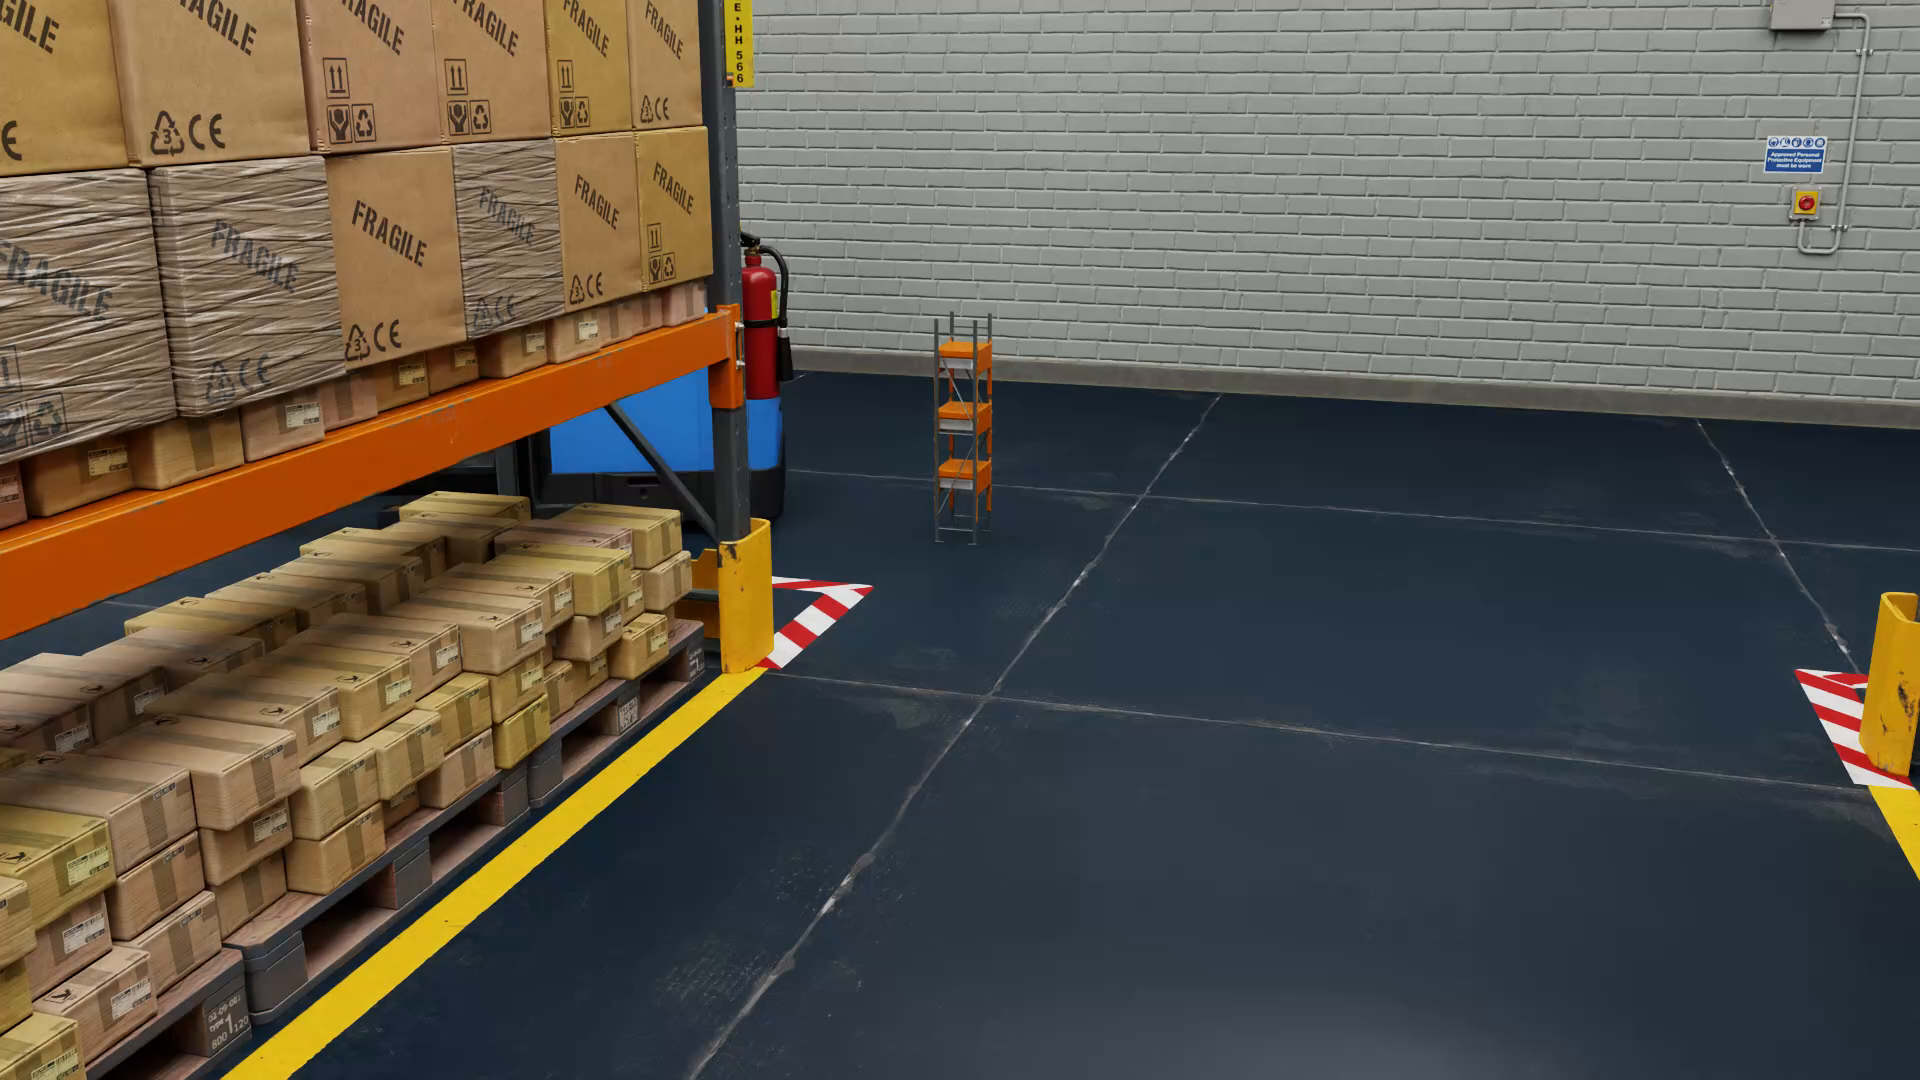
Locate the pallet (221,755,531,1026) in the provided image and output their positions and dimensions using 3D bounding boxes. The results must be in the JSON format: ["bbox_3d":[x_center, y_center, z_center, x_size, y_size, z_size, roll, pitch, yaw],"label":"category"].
[{"bbox_3d":[-1.917,0.832,4.511,1.003,0.211,1.213,5,16,16],"label":"pallet"}]

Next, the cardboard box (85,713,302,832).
[{"bbox_3d":[-1.760,0.530,3.828,0.380,0.149,0.250,5,17,17],"label":"cardboard box"}]

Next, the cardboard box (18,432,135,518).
[{"bbox_3d":[-1.914,-0.157,3.346,0.380,0.149,0.250,4,16,13],"label":"cardboard box"}]

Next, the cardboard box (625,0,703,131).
[{"bbox_3d":[-1.174,-1.591,5.381,0.500,0.500,0.500,4,16,15],"label":"cardboard box"}]

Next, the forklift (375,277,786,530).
[{"bbox_3d":[-2.403,-1.552,7.930,3.031,2.935,1.130,-1,16,-4],"label":"forklift"}]

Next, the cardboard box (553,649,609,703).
[{"bbox_3d":[-1.366,0.403,5.366,0.380,0.149,0.250,5,16,16],"label":"cardboard box"}]

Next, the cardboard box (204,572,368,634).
[{"bbox_3d":[-1.993,0.217,4.933,0.380,0.149,0.250,5,17,18],"label":"cardboard box"}]

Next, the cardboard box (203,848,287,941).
[{"bbox_3d":[-1.844,0.806,3.947,0.380,0.149,0.250,4,16,13],"label":"cardboard box"}]

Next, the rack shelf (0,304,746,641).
[{"bbox_3d":[-1.851,-0.189,4.315,1.077,0.370,4.000,5,16,16],"label":"rack shelf"}]

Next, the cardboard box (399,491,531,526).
[{"bbox_3d":[-1.757,-0.064,5.922,0.380,0.149,0.250,4,16,13],"label":"cardboard box"}]

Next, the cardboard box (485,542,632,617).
[{"bbox_3d":[-1.268,0.122,5.265,0.380,0.149,0.250,4,16,15],"label":"cardboard box"}]

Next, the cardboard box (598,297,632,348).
[{"bbox_3d":[-1.267,-0.701,5.264,0.380,0.149,0.250,4,16,15],"label":"cardboard box"}]

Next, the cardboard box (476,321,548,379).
[{"bbox_3d":[-1.421,-0.566,4.787,0.380,0.149,0.250,4,16,13],"label":"cardboard box"}]

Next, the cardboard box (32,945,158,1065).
[{"bbox_3d":[-1.911,0.949,3.441,0.380,0.149,0.250,5,16,16],"label":"cardboard box"}]

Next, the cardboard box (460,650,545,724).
[{"bbox_3d":[-1.439,0.401,4.827,0.380,0.149,0.250,5,17,17],"label":"cardboard box"}]

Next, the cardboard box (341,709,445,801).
[{"bbox_3d":[-1.582,0.541,4.334,0.380,0.149,0.250,5,17,16],"label":"cardboard box"}]

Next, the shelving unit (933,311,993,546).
[{"bbox_3d":[0.015,-0.519,7.735,0.215,1.050,0.252,5,16,16],"label":"shelving unit"}]

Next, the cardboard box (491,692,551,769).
[{"bbox_3d":[-1.436,0.540,4.882,0.380,0.149,0.250,4,16,13],"label":"cardboard box"}]

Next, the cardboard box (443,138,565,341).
[{"bbox_3d":[-1.449,-0.844,4.579,0.500,0.500,0.500,5,16,16],"label":"cardboard box"}]

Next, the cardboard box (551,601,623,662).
[{"bbox_3d":[-1.305,0.265,5.308,0.380,0.149,0.250,4,16,14],"label":"cardboard box"}]

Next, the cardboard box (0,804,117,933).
[{"bbox_3d":[-1.963,0.660,3.369,0.380,0.149,0.250,4,16,15],"label":"cardboard box"}]

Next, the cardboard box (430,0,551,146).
[{"bbox_3d":[-1.457,-1.322,4.432,0.500,0.500,0.500,6,17,19],"label":"cardboard box"}]

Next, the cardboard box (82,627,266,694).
[{"bbox_3d":[-2.092,0.355,4.445,0.380,0.149,0.250,5,16,16],"label":"cardboard box"}]

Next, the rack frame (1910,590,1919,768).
[{"bbox_3d":[3.492,-0.700,4.802,1.000,3.000,0.127,5,16,16],"label":"rack frame"}]

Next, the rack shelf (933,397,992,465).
[{"bbox_3d":[0.015,-0.509,7.738,0.215,0.259,0.240,5,16,16],"label":"rack shelf"}]

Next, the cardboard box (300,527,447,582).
[{"bbox_3d":[-1.914,0.074,5.438,0.380,0.149,0.250,5,16,16],"label":"cardboard box"}]

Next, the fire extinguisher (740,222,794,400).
[{"bbox_3d":[-0.768,-0.871,6.229,0.296,0.674,0.183,5,16,16],"label":"fire extinguisher"}]

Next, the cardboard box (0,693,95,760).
[{"bbox_3d":[-2.332,0.483,3.993,0.380,0.149,0.250,4,16,13],"label":"cardboard box"}]

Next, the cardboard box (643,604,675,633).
[{"bbox_3d":[-1.232,0.266,5.851,0.380,0.149,0.250,5,17,17],"label":"cardboard box"}]

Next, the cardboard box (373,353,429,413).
[{"bbox_3d":[-1.614,-0.429,4.305,0.380,0.149,0.250,5,17,17],"label":"cardboard box"}]

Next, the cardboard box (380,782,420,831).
[{"bbox_3d":[-1.676,0.671,4.423,0.380,0.149,0.250,5,17,17],"label":"cardboard box"}]

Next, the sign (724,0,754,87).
[{"bbox_3d":[-0.756,-1.719,5.691,0.100,0.325,0.005,5,16,16],"label":"sign"}]

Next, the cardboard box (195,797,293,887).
[{"bbox_3d":[-1.808,0.665,3.898,0.380,0.149,0.250,5,17,18],"label":"cardboard box"}]

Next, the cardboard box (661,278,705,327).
[{"bbox_3d":[-1.104,-0.830,5.718,0.380,0.149,0.250,5,16,16],"label":"cardboard box"}]

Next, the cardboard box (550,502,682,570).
[{"bbox_3d":[-1.190,-0.016,5.755,0.380,0.149,0.250,5,17,17],"label":"cardboard box"}]

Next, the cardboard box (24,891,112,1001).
[{"bbox_3d":[-1.989,0.805,3.403,0.380,0.149,0.250,5,16,16],"label":"cardboard box"}]

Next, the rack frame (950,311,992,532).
[{"bbox_3d":[0.050,-0.551,7.848,0.200,1.050,0.008,5,16,16],"label":"rack frame"}]

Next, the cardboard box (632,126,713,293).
[{"bbox_3d":[-1.163,-1.112,5.523,0.500,0.500,0.500,5,17,17],"label":"cardboard box"}]

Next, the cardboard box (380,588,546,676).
[{"bbox_3d":[-1.425,0.260,4.781,0.380,0.149,0.250,5,17,18],"label":"cardboard box"}]

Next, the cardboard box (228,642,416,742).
[{"bbox_3d":[-1.654,0.391,4.318,0.380,0.149,0.250,5,17,16],"label":"cardboard box"}]

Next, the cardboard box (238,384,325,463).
[{"bbox_3d":[-1.697,-0.288,3.806,0.380,0.149,0.250,5,17,18],"label":"cardboard box"}]

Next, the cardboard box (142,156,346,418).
[{"bbox_3d":[-1.725,-0.572,3.619,0.500,0.500,0.500,4,16,15],"label":"cardboard box"}]

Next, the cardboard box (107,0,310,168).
[{"bbox_3d":[-1.752,-1.049,3.470,0.500,0.500,0.500,5,17,17],"label":"cardboard box"}]

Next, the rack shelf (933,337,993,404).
[{"bbox_3d":[0.015,-0.782,7.661,0.215,0.259,0.240,5,16,16],"label":"rack shelf"}]

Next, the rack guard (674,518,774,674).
[{"bbox_3d":[-1.304,0.165,6.333,1.175,0.500,0.348,5,16,16],"label":"rack guard"}]

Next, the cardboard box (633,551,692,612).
[{"bbox_3d":[-1.159,0.129,5.788,0.380,0.149,0.250,4,16,14],"label":"cardboard box"}]
